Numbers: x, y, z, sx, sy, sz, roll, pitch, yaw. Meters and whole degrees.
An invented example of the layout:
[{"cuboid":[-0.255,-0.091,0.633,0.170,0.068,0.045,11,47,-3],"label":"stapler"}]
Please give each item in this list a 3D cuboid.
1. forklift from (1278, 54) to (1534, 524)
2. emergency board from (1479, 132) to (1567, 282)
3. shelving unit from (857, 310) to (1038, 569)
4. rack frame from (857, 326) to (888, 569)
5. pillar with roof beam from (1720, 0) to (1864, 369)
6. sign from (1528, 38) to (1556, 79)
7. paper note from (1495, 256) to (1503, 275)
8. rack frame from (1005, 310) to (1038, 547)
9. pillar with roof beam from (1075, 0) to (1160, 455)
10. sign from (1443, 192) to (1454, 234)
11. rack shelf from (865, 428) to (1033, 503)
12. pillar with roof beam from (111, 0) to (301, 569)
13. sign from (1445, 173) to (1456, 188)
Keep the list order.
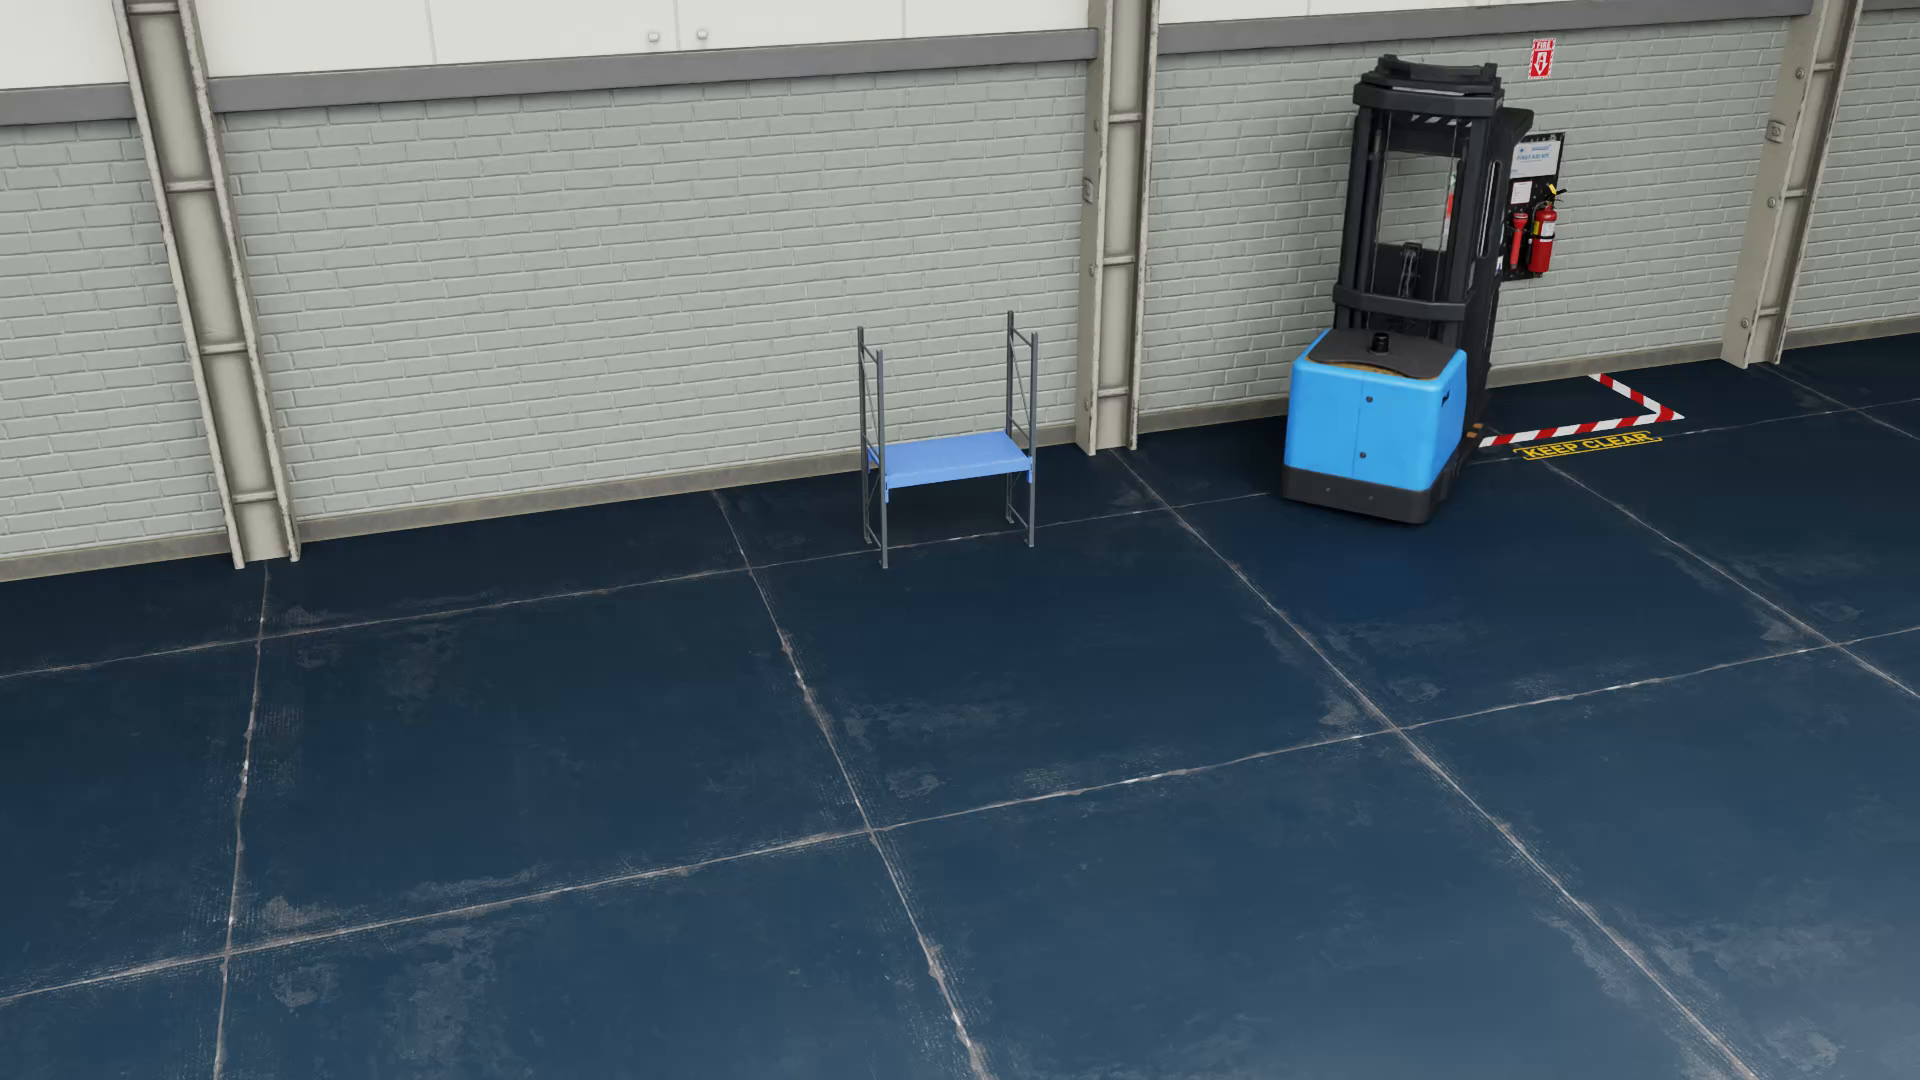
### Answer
[{"cuboid":[3.375,-2.047,12.071,1.130,2.935,3.031,13,29,24],"label":"forklift"},{"cuboid":[4.454,-2.574,13.056,0.643,1.169,0.194,-8,28,-16],"label":"emergency board"},{"cuboid":[-0.081,-0.660,10.887,1.048,1.500,0.538,-8,28,-16],"label":"shelving unit"},{"cuboid":[-0.564,-0.590,10.746,0.032,1.500,0.500,-8,28,-16],"label":"rack frame"},{"cuboid":[8.149,-3.765,8.708,0.400,9.000,9.100,-8,28,-16],"label":"pillar with roof beam"},{"cuboid":[4.416,-3.653,12.623,0.199,0.298,0.001,-8,28,-16],"label":"sign"},{"cuboid":[4.265,-2.184,13.261,0.142,0.148,0.016,-8,28,-16],"label":"paper note"},{"cuboid":[0.402,-0.730,11.028,0.032,1.500,0.500,-8,28,-16],"label":"rack frame"},{"cuboid":[2.444,-2.939,7.044,0.400,9.000,9.100,-8,28,-16],"label":"pillar with roof beam"},{"cuboid":[3.897,-2.558,12.982,0.234,0.329,0.001,-8,28,-16],"label":"sign"},{"cuboid":[-0.081,-0.499,10.967,1.000,0.185,0.538,-8,28,-16],"label":"rack shelf"},{"cuboid":[-3.261,-2.113,5.380,0.400,9.000,9.100,-8,28,-16],"label":"pillar with roof beam"},{"cuboid":[3.904,-2.792,12.858,0.331,0.109,0.001,-8,28,-16],"label":"sign"}]
